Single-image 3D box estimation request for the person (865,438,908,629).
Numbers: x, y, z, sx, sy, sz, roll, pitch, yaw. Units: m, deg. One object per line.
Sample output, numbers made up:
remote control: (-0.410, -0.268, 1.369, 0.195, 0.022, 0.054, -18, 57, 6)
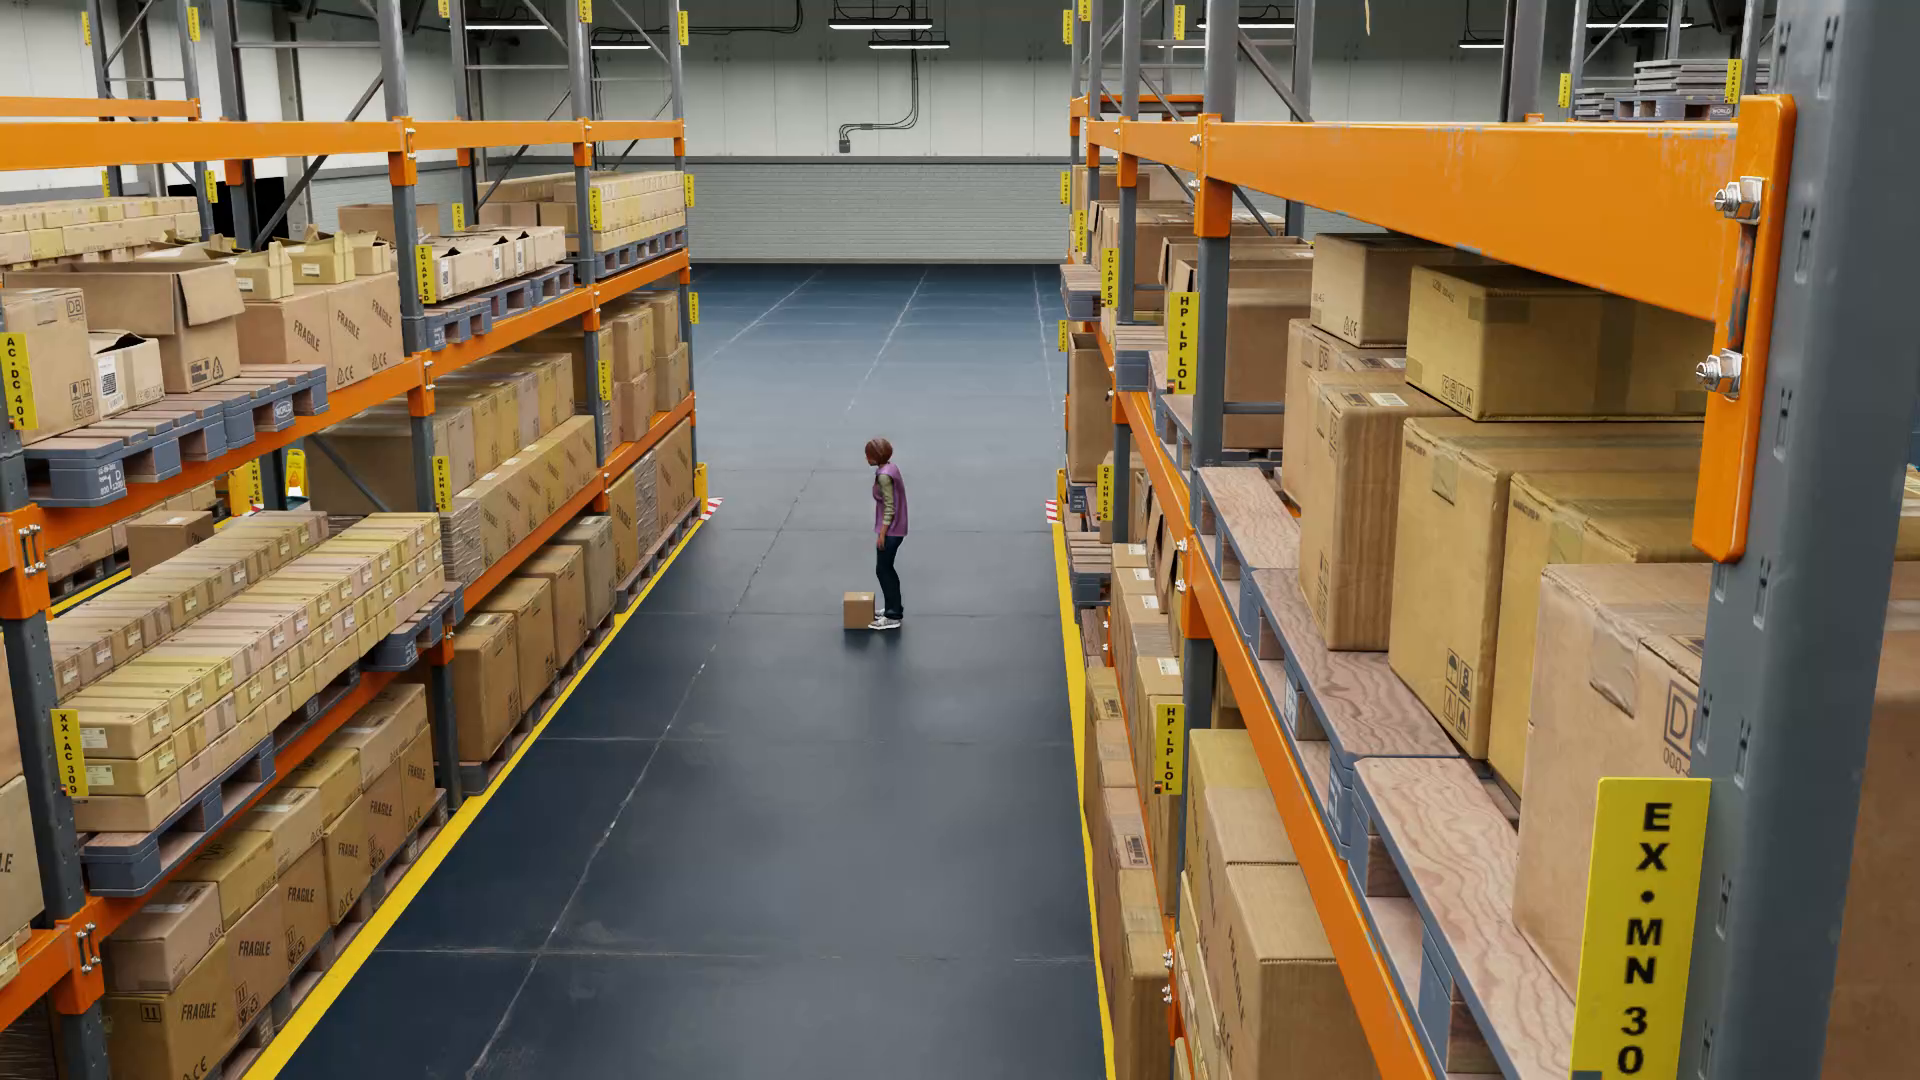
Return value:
person: (-0.602, -0.062, 13.772, 0.346, 1.592, 0.464, 0, 14, 1)
